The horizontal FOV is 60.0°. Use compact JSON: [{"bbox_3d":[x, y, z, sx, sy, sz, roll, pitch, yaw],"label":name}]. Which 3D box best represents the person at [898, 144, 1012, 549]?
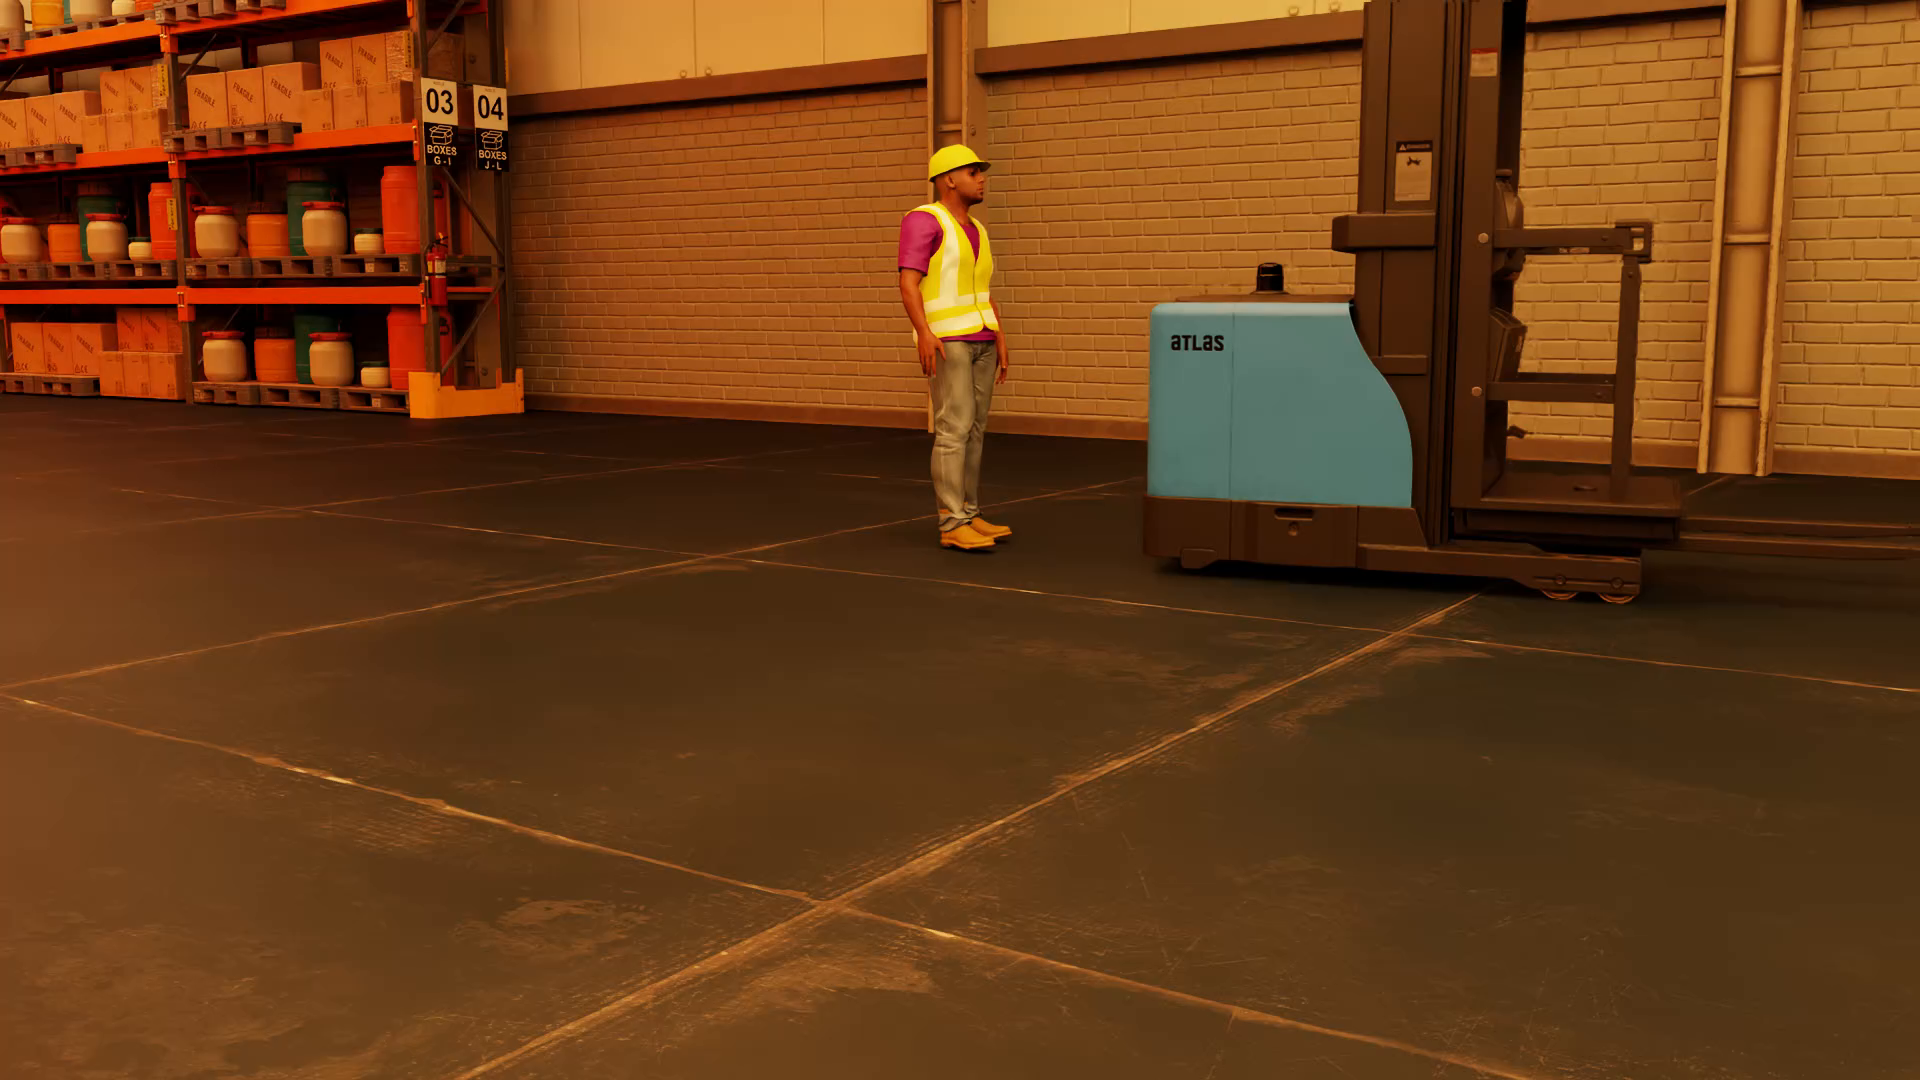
[{"bbox_3d":[0.054,-0.876,7.435,0.577,1.765,0.666,5,10,34],"label":"person"}]

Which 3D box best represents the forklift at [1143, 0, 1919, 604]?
[{"bbox_3d":[2.306,-1.305,6.371,3.031,2.935,1.130,3,9,22],"label":"forklift"}]
